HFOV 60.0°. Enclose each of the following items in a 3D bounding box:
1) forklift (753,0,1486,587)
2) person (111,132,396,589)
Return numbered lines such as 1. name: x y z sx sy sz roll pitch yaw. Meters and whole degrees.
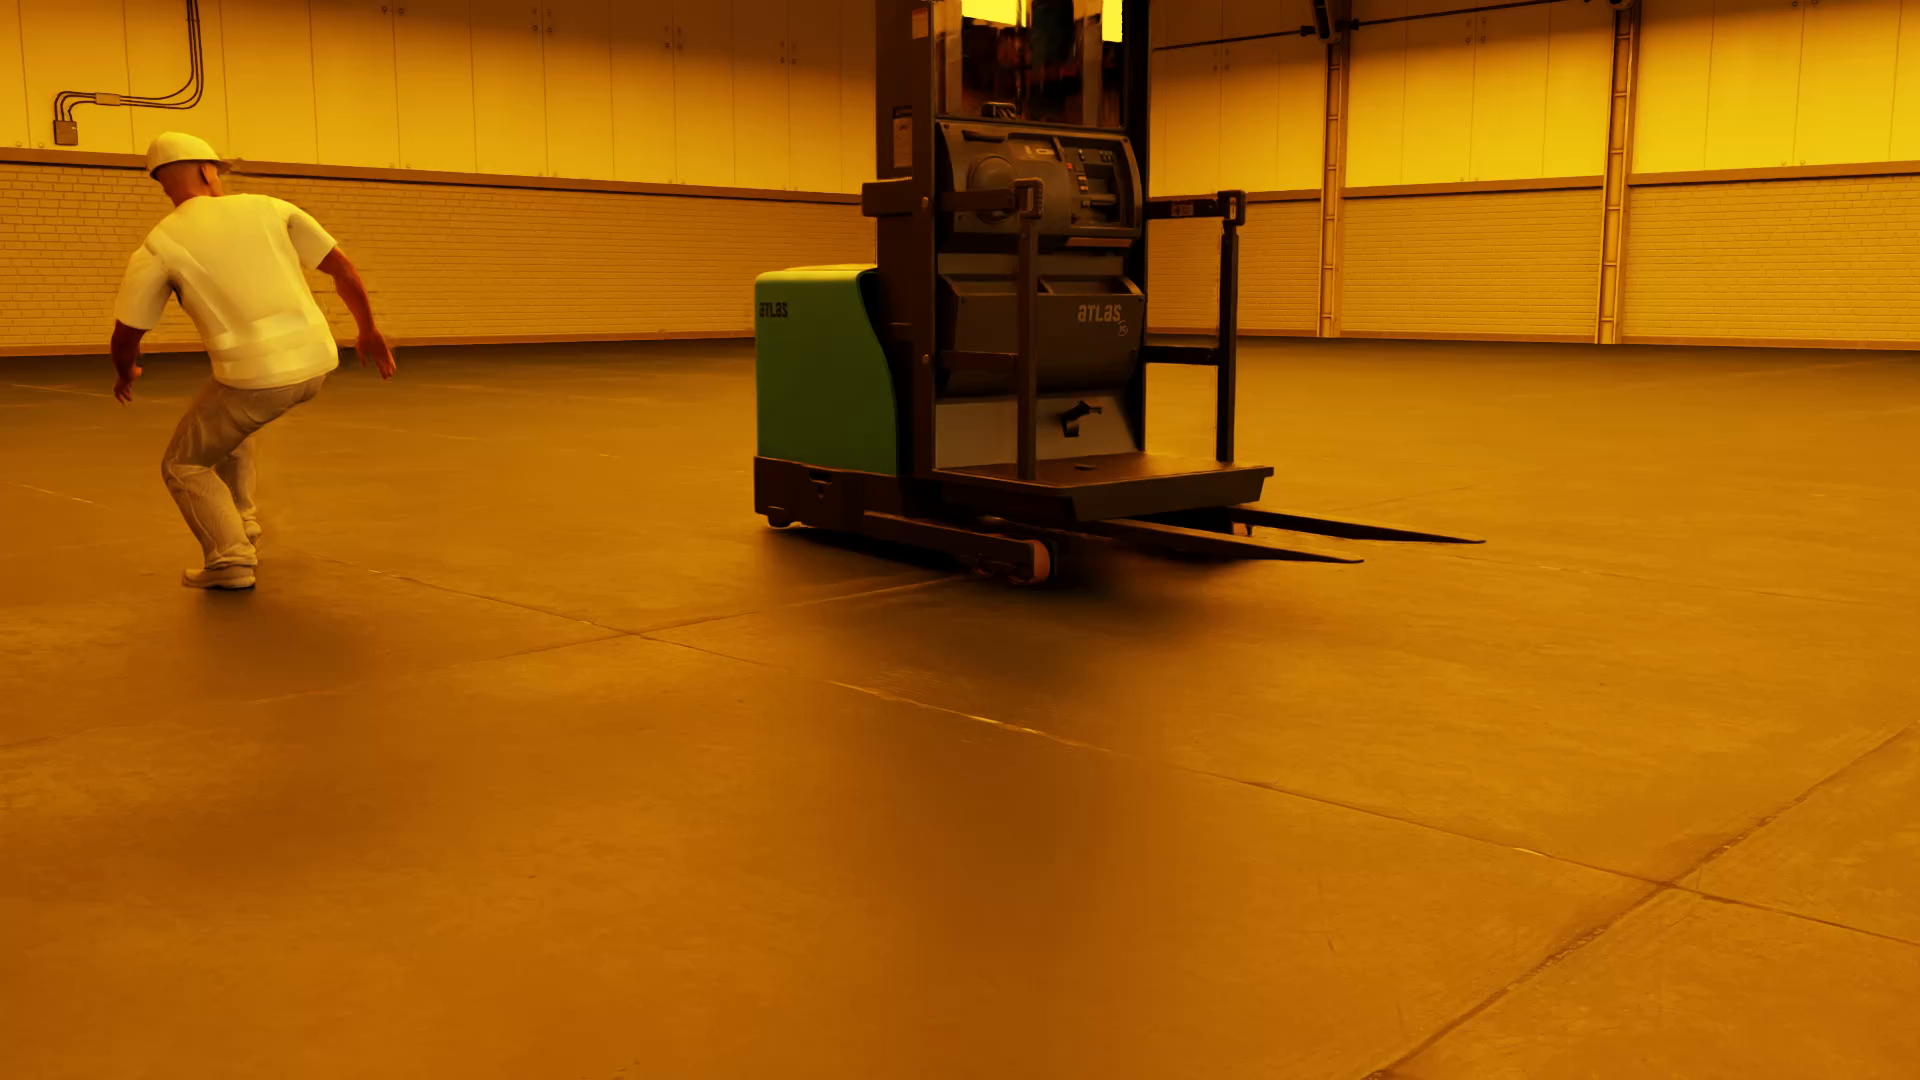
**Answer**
1. forklift: 0.444 -1.373 5.994 1.130 2.935 3.031 -7 11 -38
2. person: -2.537 -0.631 5.831 0.774 1.544 0.810 6 10 33
